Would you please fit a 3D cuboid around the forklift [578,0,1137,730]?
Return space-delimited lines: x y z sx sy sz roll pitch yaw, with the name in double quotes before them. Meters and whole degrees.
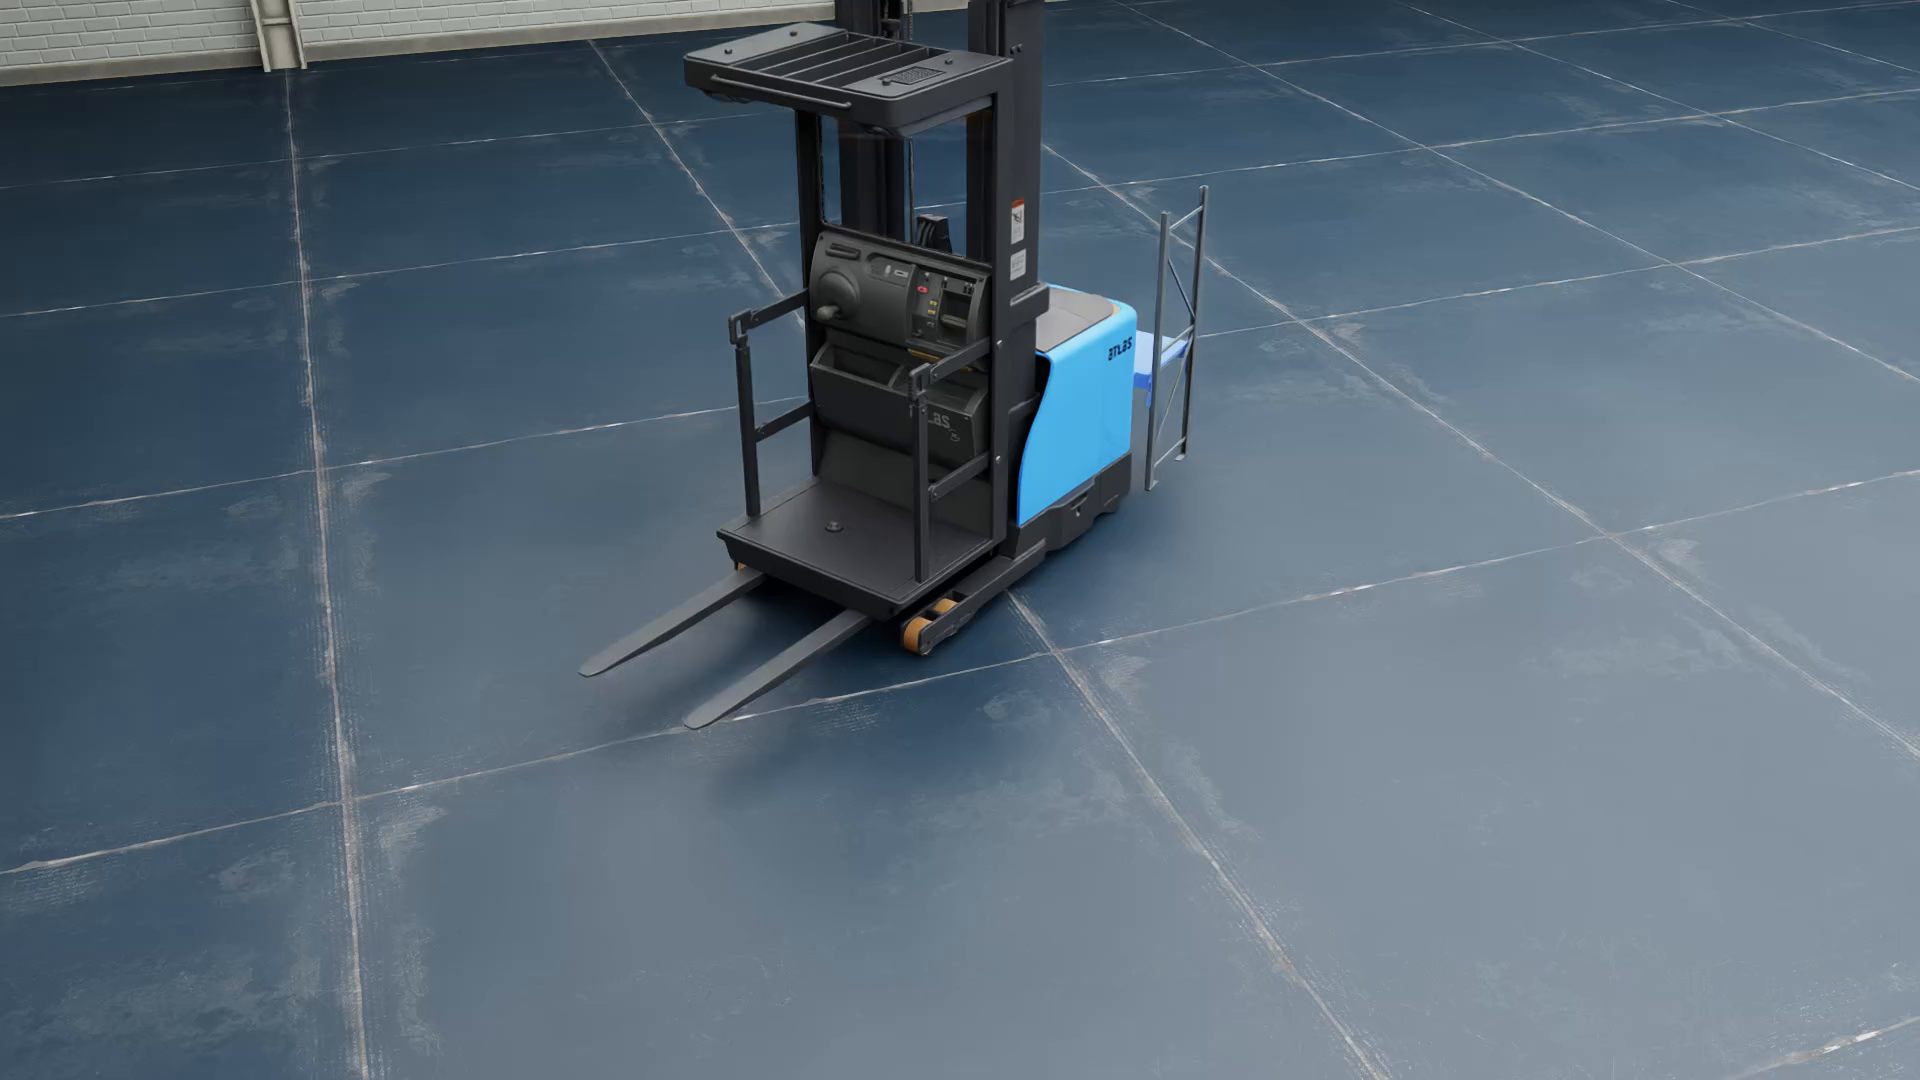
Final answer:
"forklift" -0.404 -1.039 7.113 1.130 2.935 3.031 20 35 31

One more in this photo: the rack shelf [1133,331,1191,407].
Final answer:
"rack shelf" 0.669 -0.991 8.838 1.000 0.185 0.538 16 34 26

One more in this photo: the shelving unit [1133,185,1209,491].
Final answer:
"shelving unit" 0.669 -1.148 8.749 1.048 1.500 0.538 16 34 26

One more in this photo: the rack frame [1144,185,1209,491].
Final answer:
"rack frame" 1.105 -1.019 8.523 0.032 1.500 0.500 16 34 26

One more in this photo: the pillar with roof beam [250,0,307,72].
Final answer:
"pillar with roof beam" -5.189 -6.609 10.761 0.400 9.000 9.100 -10 31 -18
